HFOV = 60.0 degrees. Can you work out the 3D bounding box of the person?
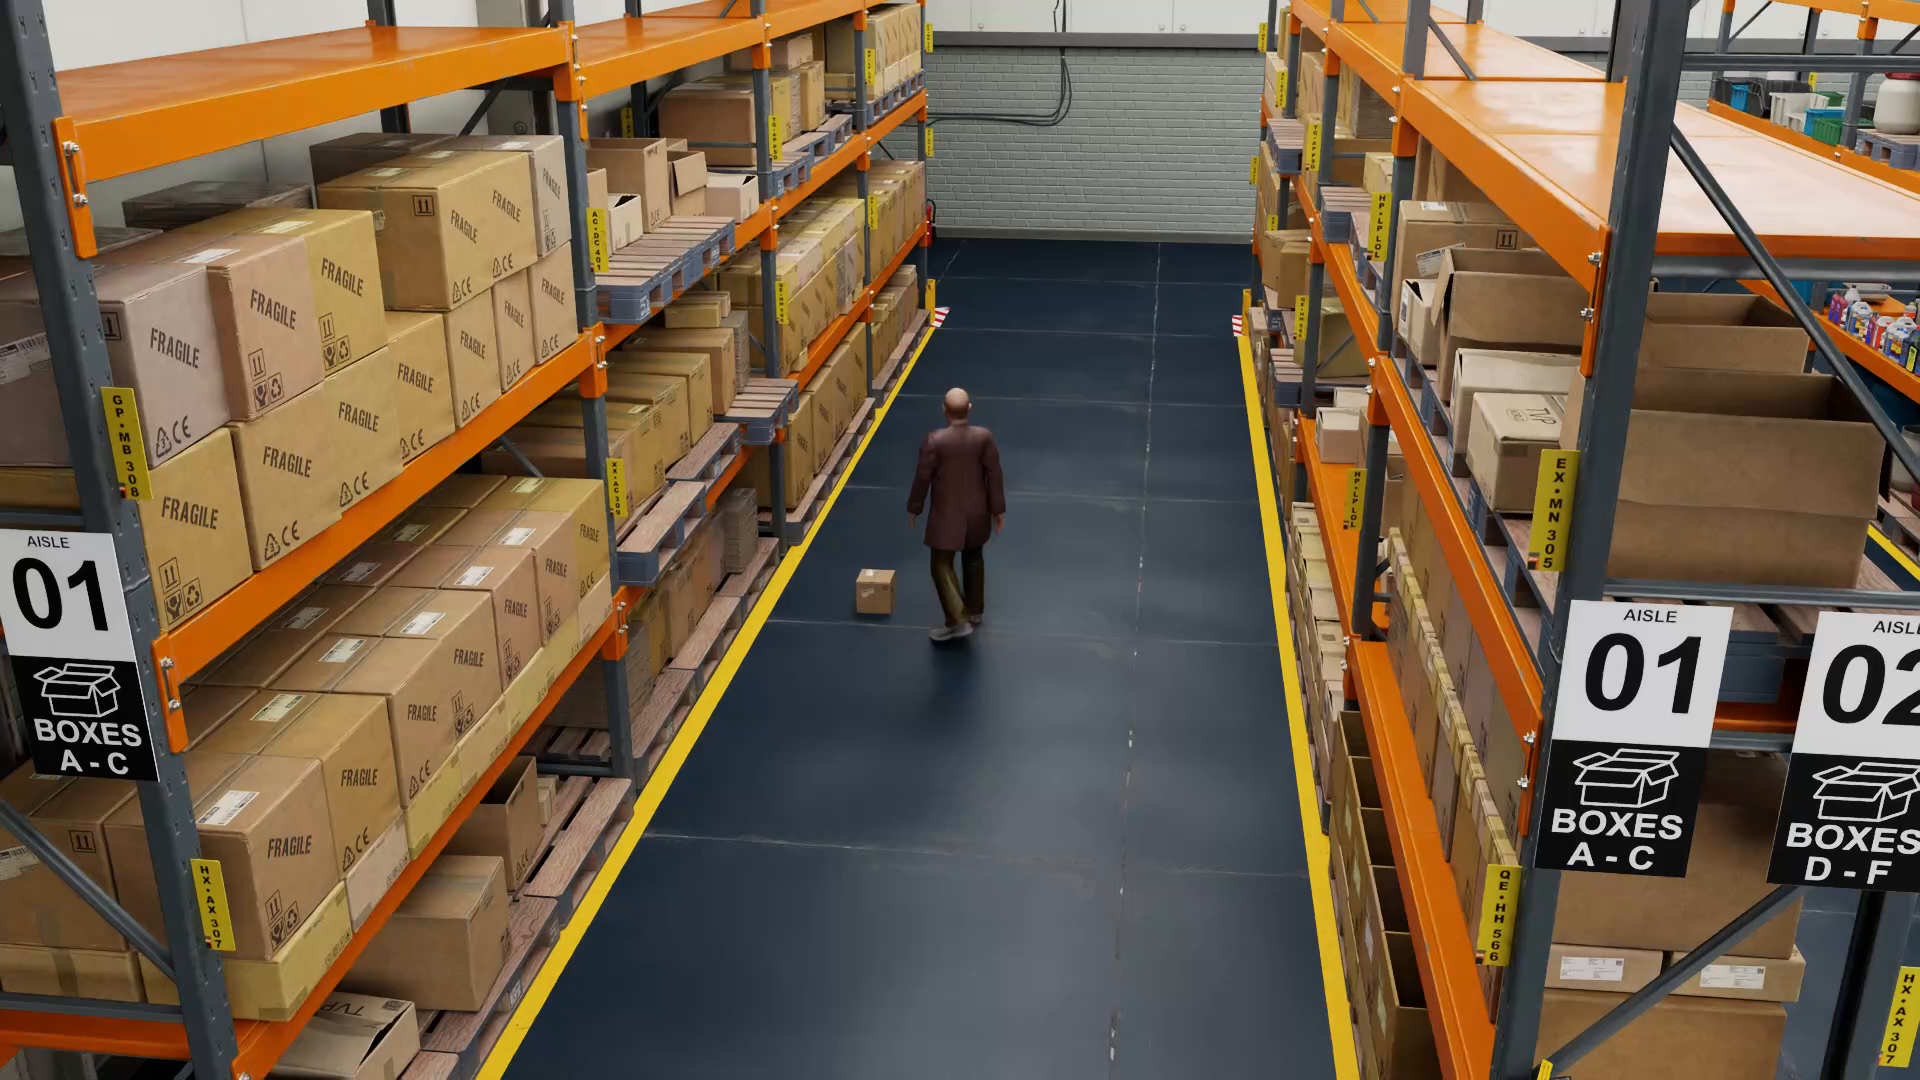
[{"bbox_3d":[-0.020,-0.187,11.602,0.684,1.760,0.809,-7,22,-17],"label":"person"}]
